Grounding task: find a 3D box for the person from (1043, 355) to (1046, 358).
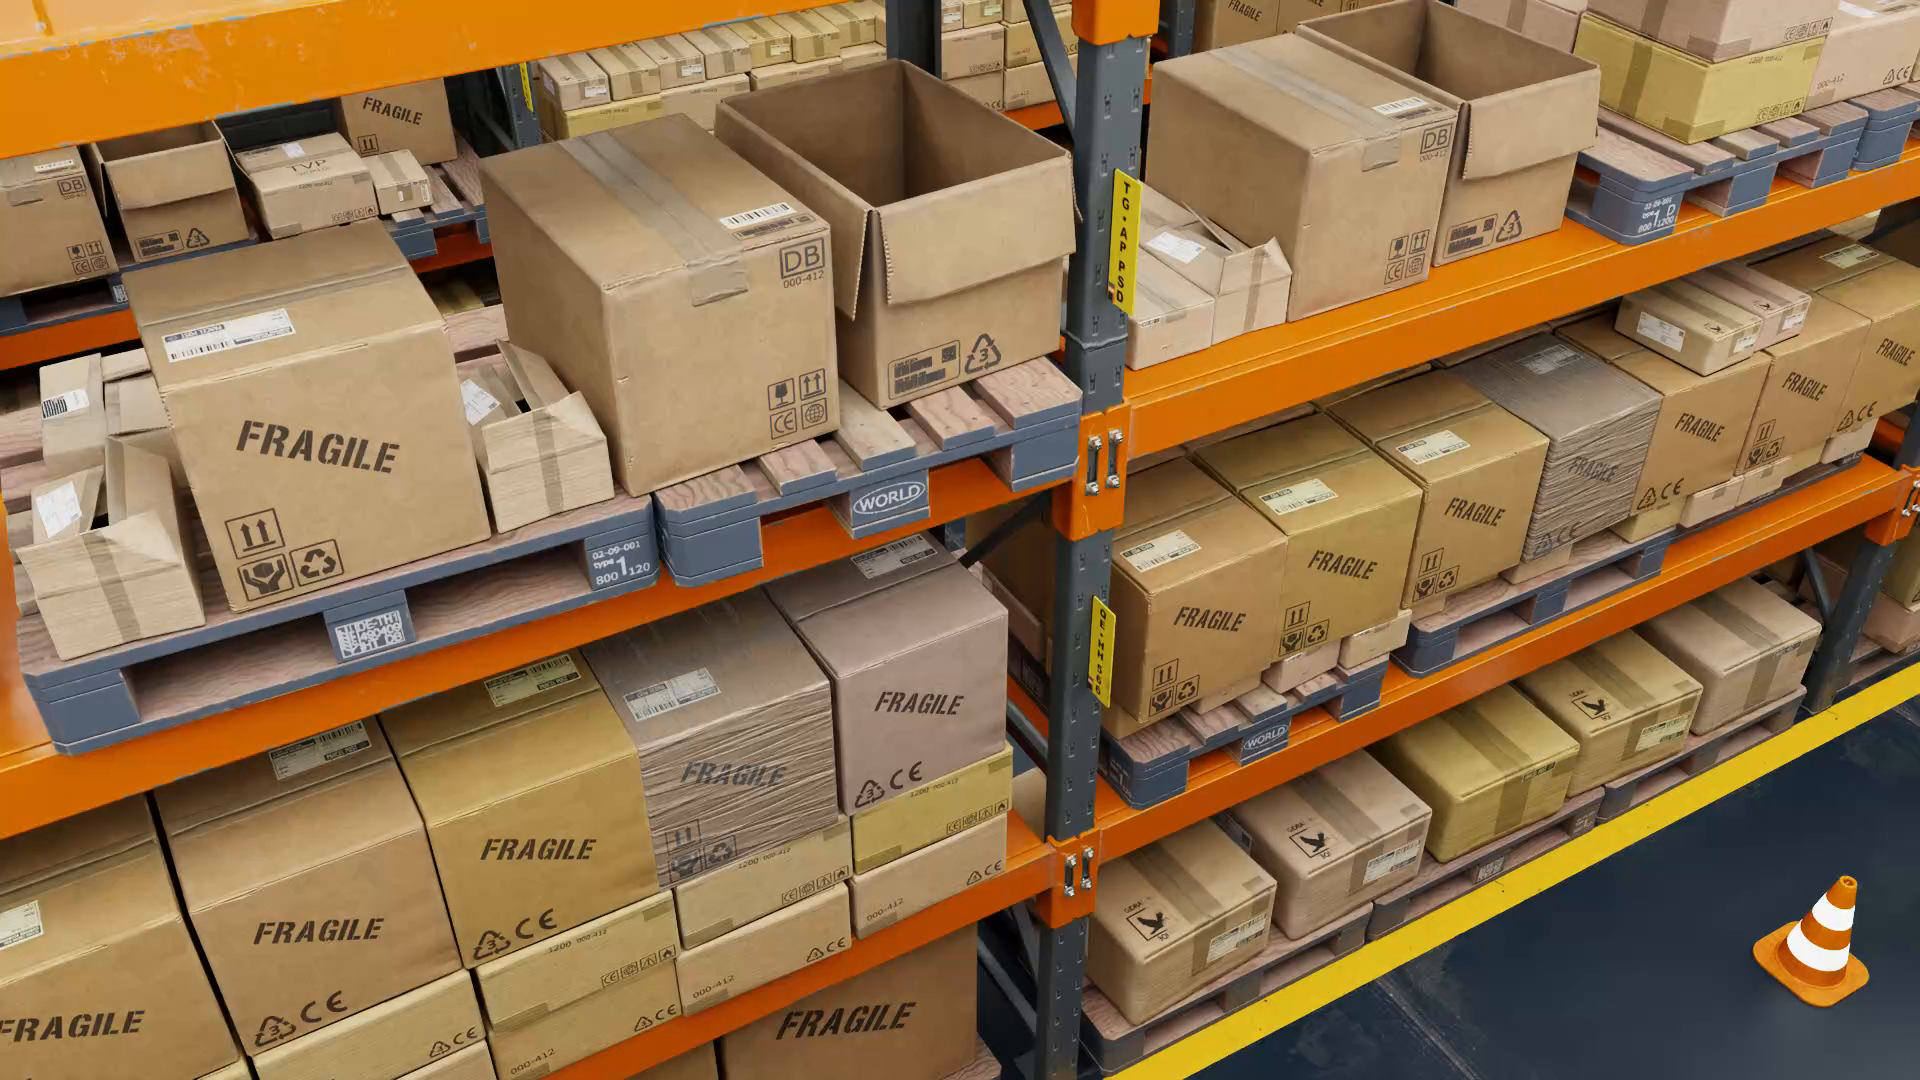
[{"bbox_3d":[0.245,-0.385,7.567,0.602,1.627,0.568,-18,40,-23],"label":"person"}]
